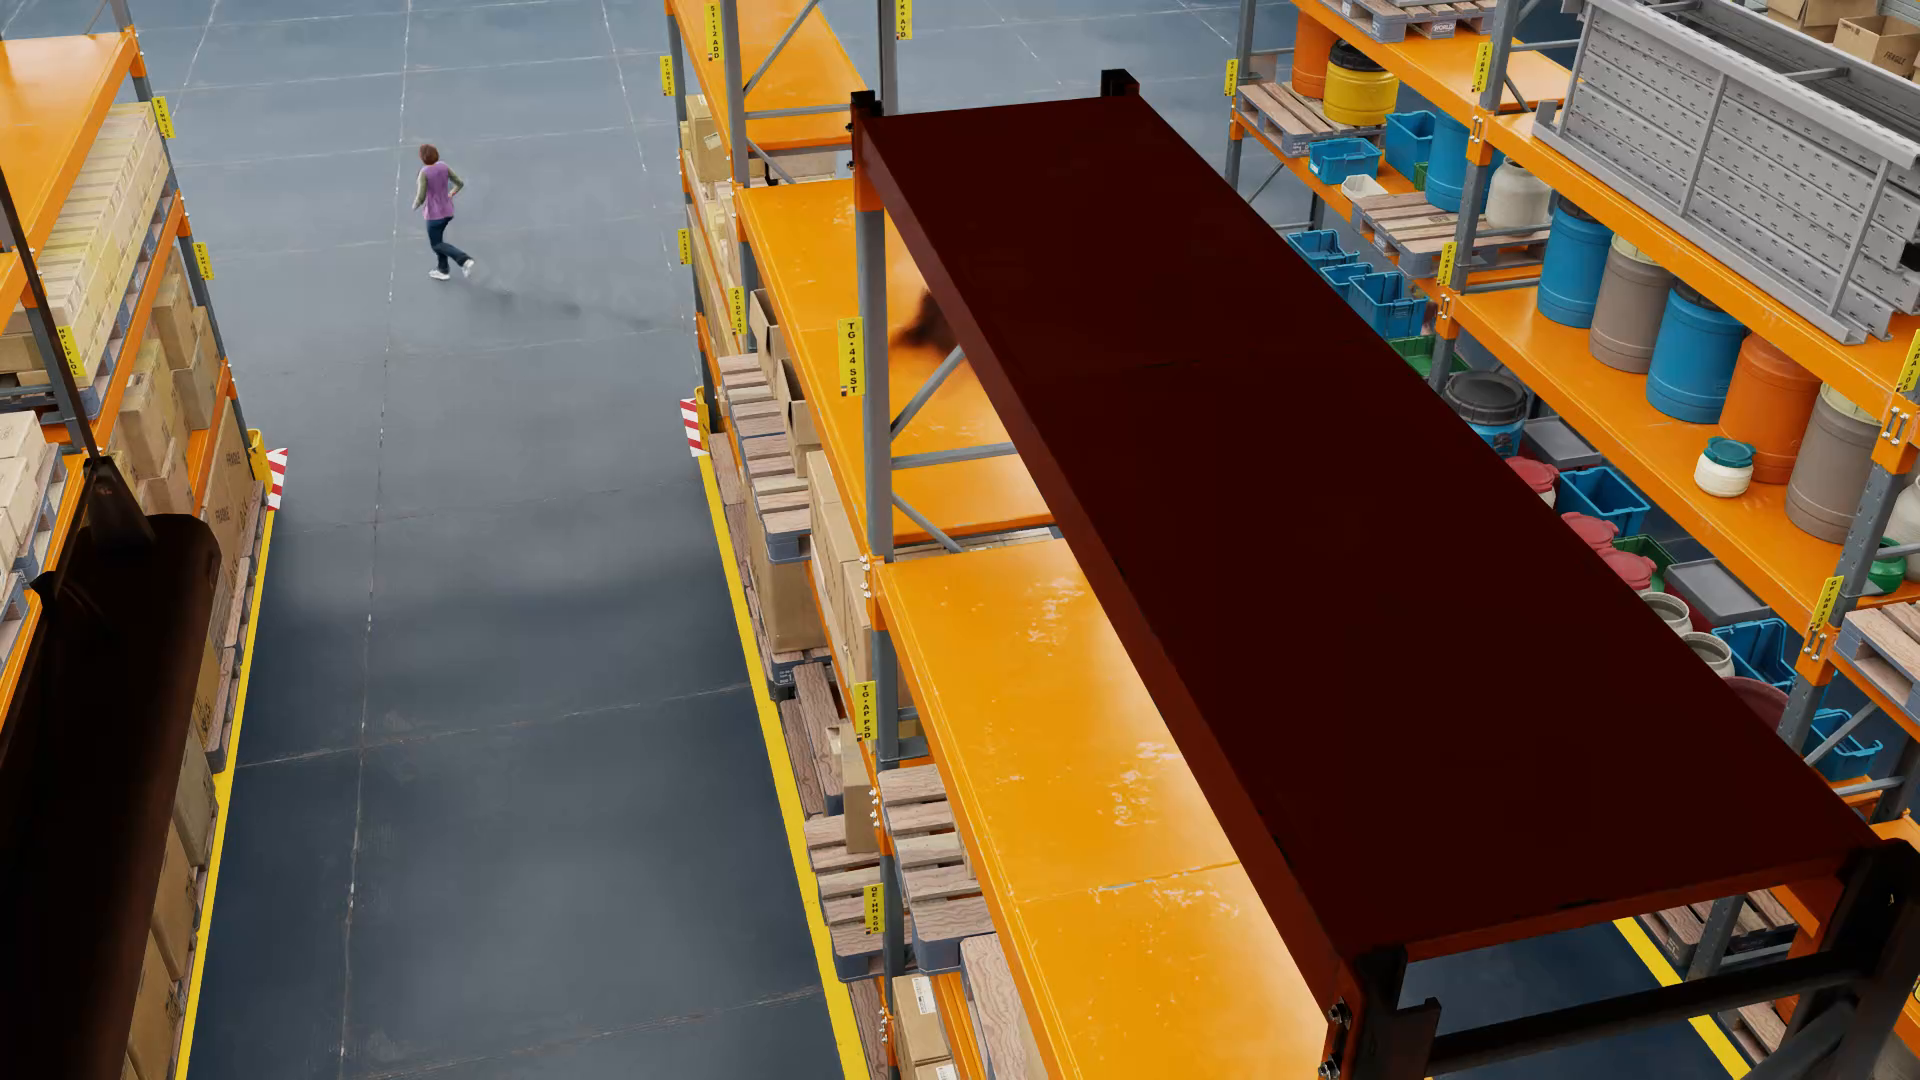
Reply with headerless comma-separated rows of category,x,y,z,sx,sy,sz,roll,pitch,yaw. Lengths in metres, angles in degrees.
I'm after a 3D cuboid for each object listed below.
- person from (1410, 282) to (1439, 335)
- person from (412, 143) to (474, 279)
person,4.588,-2.357,16.104,0.580,1.636,0.547,-13,37,-19
person,-5.521,-3.478,17.783,0.738,1.570,0.569,17,38,23
